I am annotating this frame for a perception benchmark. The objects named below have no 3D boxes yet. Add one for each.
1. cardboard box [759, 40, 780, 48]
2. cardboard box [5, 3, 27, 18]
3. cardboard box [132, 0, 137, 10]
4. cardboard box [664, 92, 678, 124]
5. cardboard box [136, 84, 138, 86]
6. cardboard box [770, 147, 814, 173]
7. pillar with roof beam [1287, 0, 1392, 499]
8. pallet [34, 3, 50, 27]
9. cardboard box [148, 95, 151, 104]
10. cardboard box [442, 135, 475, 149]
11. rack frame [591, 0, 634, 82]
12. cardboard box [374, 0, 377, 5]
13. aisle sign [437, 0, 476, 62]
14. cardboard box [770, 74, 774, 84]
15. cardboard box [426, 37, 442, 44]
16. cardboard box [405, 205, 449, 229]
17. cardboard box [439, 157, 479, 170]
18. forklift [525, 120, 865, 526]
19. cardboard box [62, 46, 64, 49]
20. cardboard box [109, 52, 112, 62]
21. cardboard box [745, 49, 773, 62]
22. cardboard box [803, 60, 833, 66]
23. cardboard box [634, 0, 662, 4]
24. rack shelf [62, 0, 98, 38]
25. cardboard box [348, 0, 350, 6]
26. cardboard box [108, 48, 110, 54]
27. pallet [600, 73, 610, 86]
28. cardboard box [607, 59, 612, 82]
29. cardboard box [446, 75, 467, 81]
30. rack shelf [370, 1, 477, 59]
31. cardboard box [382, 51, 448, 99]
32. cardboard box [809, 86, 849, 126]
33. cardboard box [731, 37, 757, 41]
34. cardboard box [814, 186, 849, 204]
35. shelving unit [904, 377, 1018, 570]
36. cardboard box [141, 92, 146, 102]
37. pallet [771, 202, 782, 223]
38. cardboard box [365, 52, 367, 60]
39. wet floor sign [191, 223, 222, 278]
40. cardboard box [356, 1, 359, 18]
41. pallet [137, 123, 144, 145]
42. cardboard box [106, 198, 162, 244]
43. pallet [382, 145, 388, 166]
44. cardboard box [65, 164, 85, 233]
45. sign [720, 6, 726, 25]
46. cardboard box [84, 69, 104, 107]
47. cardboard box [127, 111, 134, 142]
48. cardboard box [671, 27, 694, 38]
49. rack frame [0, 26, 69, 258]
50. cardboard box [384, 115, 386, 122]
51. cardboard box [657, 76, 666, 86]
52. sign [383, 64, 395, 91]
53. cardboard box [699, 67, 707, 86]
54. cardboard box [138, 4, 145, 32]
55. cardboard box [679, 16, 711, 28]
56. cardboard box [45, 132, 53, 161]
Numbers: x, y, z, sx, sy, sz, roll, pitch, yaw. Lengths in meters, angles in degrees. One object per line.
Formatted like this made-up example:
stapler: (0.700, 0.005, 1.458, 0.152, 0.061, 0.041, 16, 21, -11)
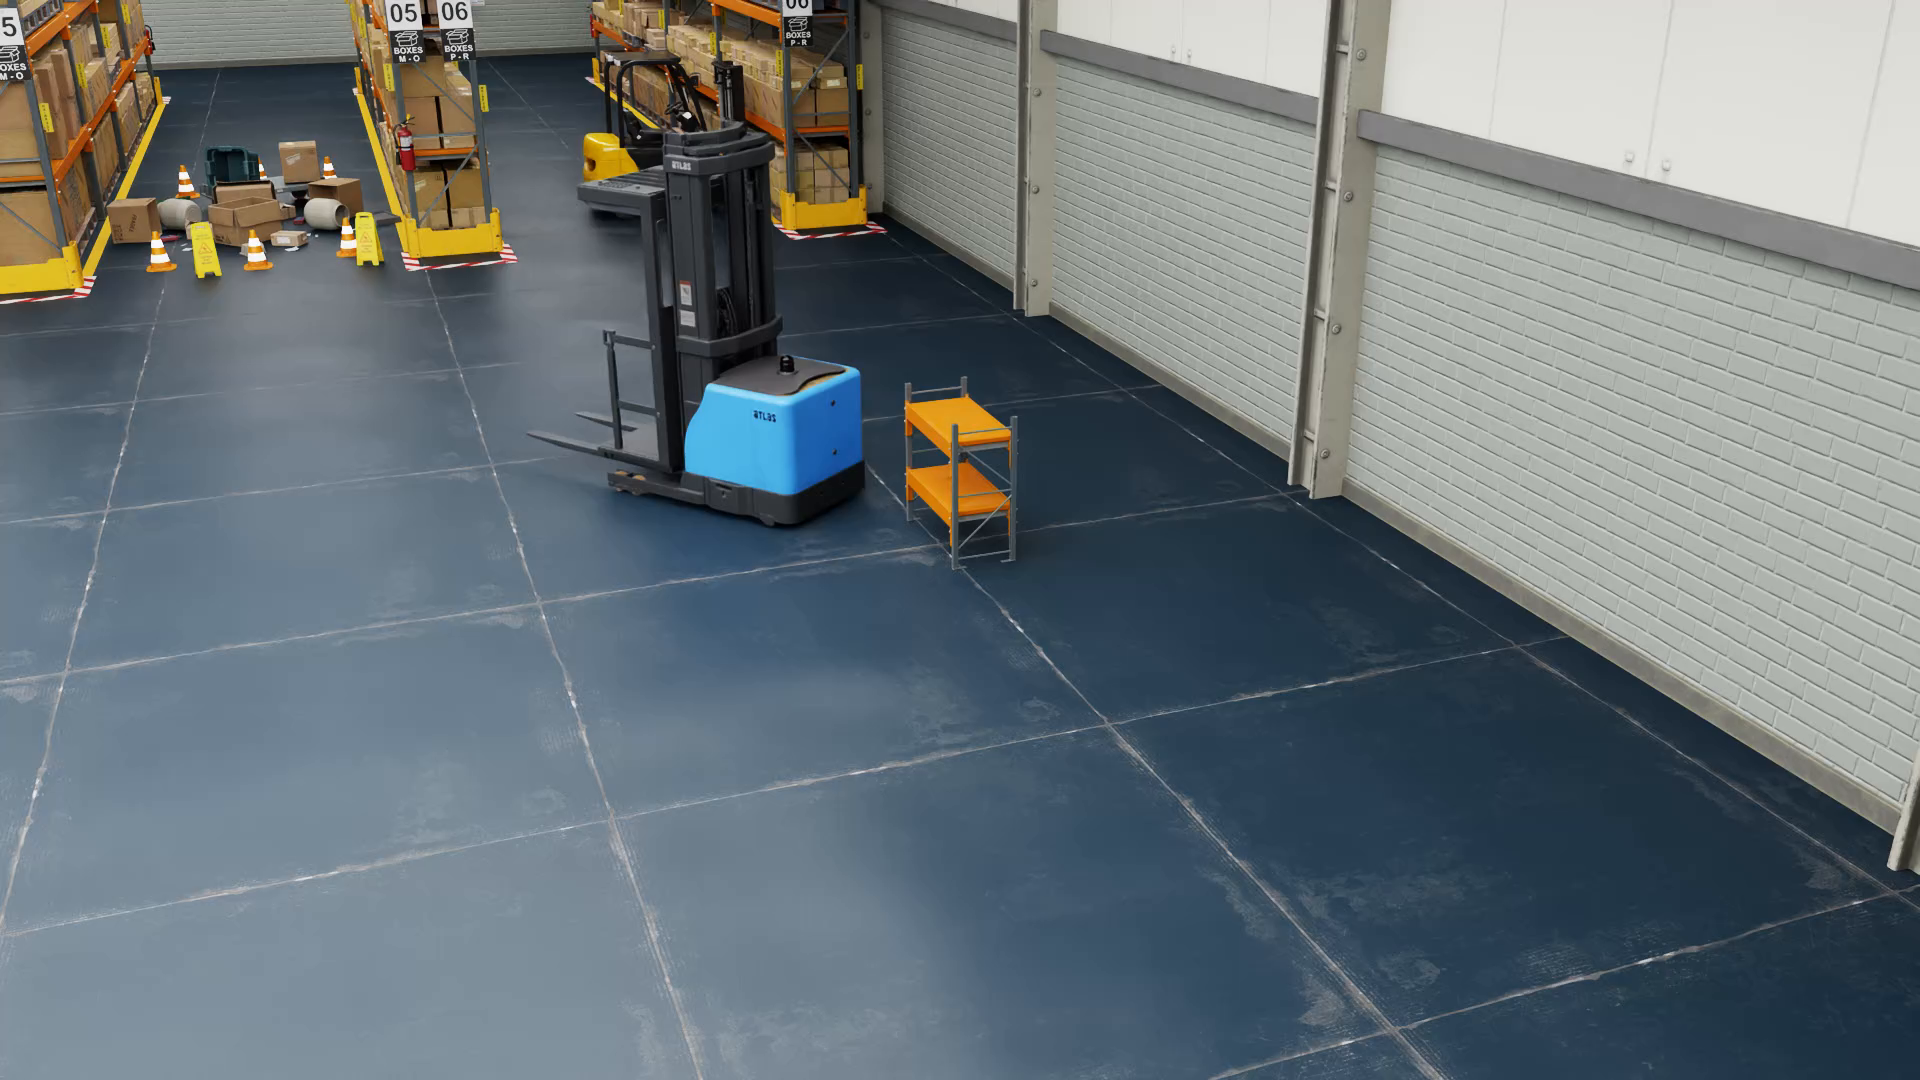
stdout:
cardboard box: (-2.861, -7.555, 25.466, 0.380, 0.149, 0.250, -9, 24, -20)
cardboard box: (-10.951, -6.067, 19.075, 0.380, 0.149, 0.250, -8, 24, -19)
cardboard box: (-16.017, -10.346, 31.637, 0.500, 0.500, 0.500, -7, 24, -16)
cardboard box: (-5.069, -7.864, 30.223, 0.500, 0.500, 0.500, -8, 24, -17)
cardboard box: (-15.775, -8.537, 31.506, 0.380, 0.149, 0.250, -9, 25, -21)
cardboard box: (-2.347, -5.303, 23.182, 0.500, 0.250, 0.500, -8, 24, -17)
pillar with roof beam: (-1.084, -3.981, 10.610, 9.100, 9.000, 0.400, -8, 24, -19)
pallet: (-11.837, -6.446, 20.435, 1.003, 0.211, 1.213, -8, 24, -19)
cardboard box: (-15.955, -8.564, 32.337, 0.380, 0.149, 0.250, -9, 25, -21)
cardboard box: (-6.461, -5.145, 21.418, 0.380, 0.149, 0.250, -8, 24, -19)
rack frame: (-7.545, -11.605, 36.421, 1.000, 3.000, 0.127, -8, 24, -19)
cardboard box: (-7.513, -7.262, 22.065, 0.500, 0.250, 0.500, -8, 24, -18)
aisle sign: (-6.223, -6.327, 20.551, 0.394, 0.787, 0.004, -8, 24, -19)
cardboard box: (-2.430, -6.415, 23.144, 0.380, 0.149, 0.250, -8, 24, -18)
cardboard box: (-7.783, -7.457, 24.693, 0.380, 0.149, 0.250, -8, 24, -19)
cardboard box: (-7.081, -4.301, 22.091, 0.500, 0.250, 0.500, -8, 24, -19)
cardboard box: (-6.759, -4.910, 22.571, 0.500, 0.500, 0.500, -9, 25, -21)
forklift: (-2.300, -1.872, 13.419, 3.031, 2.935, 1.130, 14, 26, 29)
cardboard box: (-12.724, -6.533, 22.971, 0.700, 0.500, 0.500, -9, 24, -20)
cardboard box: (-14.396, -8.049, 27.768, 0.380, 0.149, 0.250, -8, 24, -18)
cardboard box: (-2.942, -7.113, 24.417, 0.380, 0.149, 0.250, -8, 24, -19)
cardboard box: (-1.979, -6.618, 23.243, 0.380, 0.149, 0.250, -8, 24, -18)
cardboard box: (-6.409, -11.142, 34.169, 0.500, 0.500, 0.500, -9, 24, -20)
rack shelf: (-13.250, -7.624, 24.040, 1.077, 0.370, 4.000, -8, 24, -19)
cardboard box: (-12.284, -11.216, 34.082, 0.500, 0.500, 0.500, -9, 24, -20)
cardboard box: (-14.396, -8.185, 27.708, 0.380, 0.149, 0.250, -9, 24, -19)
pallet: (-7.236, -10.002, 36.210, 1.003, 0.211, 1.213, -8, 24, -19)
cardboard box: (-7.152, -10.095, 35.517, 0.700, 0.500, 0.500, -7, 24, -17)
cardboard box: (-6.997, -6.058, 22.750, 0.500, 0.500, 0.500, -9, 24, -20)
rack shelf: (-7.242, -6.886, 22.290, 1.077, 0.370, 4.000, -8, 24, -19)
cardboard box: (-6.920, -5.908, 21.107, 0.700, 0.500, 0.500, -9, 24, -20)
cardboard box: (-1.808, -6.055, 23.126, 0.500, 0.500, 0.500, -8, 24, -17)
cardboard box: (-3.536, -8.126, 27.204, 0.380, 0.149, 0.250, -8, 24, -19)
cardboard box: (-1.883, -4.923, 23.567, 0.500, 0.250, 0.500, -8, 24, -19)
shelving unit: (-0.002, -0.521, 12.537, 0.538, 1.125, 1.048, -8, 24, -19)
cardboard box: (-15.689, -8.411, 31.590, 0.380, 0.149, 0.250, -9, 24, -19)
pallet: (-2.202, -4.778, 23.815, 1.003, 0.211, 1.213, -8, 24, -19)
cardboard box: (-10.141, -8.463, 29.161, 0.500, 0.250, 0.500, -9, 24, -20)
wet floor sign: (-9.268, -3.569, 20.387, 0.267, 0.644, 0.232, -13, 26, -28)
cardboard box: (-10.682, -9.595, 30.238, 0.500, 0.500, 0.500, -8, 24, -19)
pallet: (-15.093, -7.185, 29.526, 1.003, 0.211, 1.213, -8, 24, -19)
cardboard box: (-11.035, -4.272, 22.239, 0.500, 0.500, 0.500, -4, 23, -10)
pallet: (-9.087, -6.446, 27.773, 1.003, 0.211, 1.213, -8, 24, -19)
cardboard box: (-12.065, -4.496, 21.749, 0.875, 0.875, 0.875, -8, 24, -19)
sign: (-4.201, -9.309, 29.483, 0.100, 0.325, 0.005, -8, 24, -19)
cardboard box: (-13.010, -6.670, 24.585, 0.500, 0.500, 0.500, -8, 24, -18)
cardboard box: (-14.334, -7.001, 28.177, 0.500, 0.500, 0.500, -9, 24, -20)
cardboard box: (-4.786, -8.790, 28.779, 0.380, 0.149, 0.250, -8, 24, -18)
rack frame: (-11.130, -4.393, 19.310, 1.000, 3.000, 0.127, -8, 24, -19)
cardboard box: (-9.528, -7.492, 28.859, 0.875, 0.875, 0.875, -9, 24, -19)
cardboard box: (-5.447, -8.573, 31.070, 0.380, 0.149, 0.250, -9, 24, -20)
sign: (-7.061, -5.719, 20.559, 0.100, 0.325, 0.005, -8, 24, -19)
cardboard box: (-3.911, -7.505, 26.886, 0.500, 0.250, 0.500, -8, 24, -19)
cardboard box: (-16.383, -10.262, 32.723, 0.500, 0.500, 0.500, -8, 24, -18)
cardboard box: (-4.755, -9.146, 29.918, 0.500, 0.500, 0.500, -7, 24, -17)
cardboard box: (-11.518, -4.787, 20.053, 0.875, 0.550, 0.550, -8, 24, -19)
